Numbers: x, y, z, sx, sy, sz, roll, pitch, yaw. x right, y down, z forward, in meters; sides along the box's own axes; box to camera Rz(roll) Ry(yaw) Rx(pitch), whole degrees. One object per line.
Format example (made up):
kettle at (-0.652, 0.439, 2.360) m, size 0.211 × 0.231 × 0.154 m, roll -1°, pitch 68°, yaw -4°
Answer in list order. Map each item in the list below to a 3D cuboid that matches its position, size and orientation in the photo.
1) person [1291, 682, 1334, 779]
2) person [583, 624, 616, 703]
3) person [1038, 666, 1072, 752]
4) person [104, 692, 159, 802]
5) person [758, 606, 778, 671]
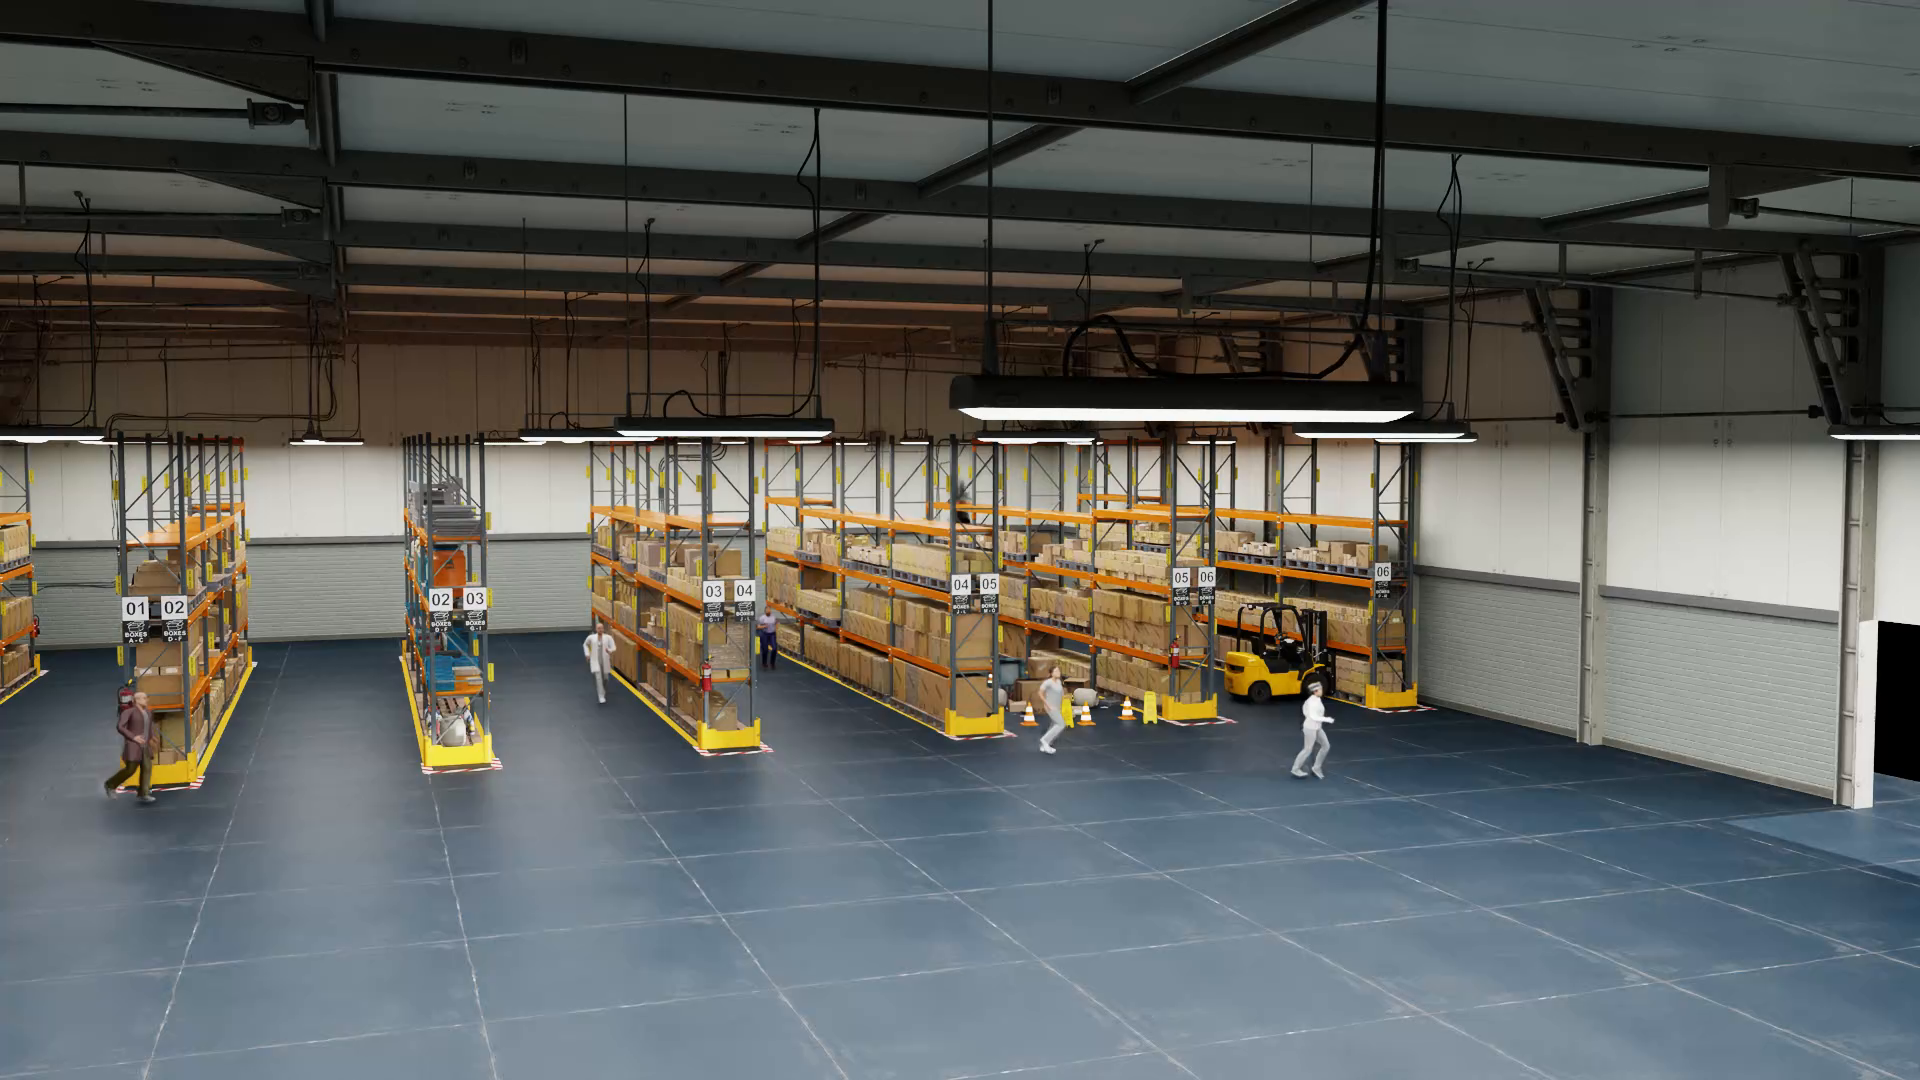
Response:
person at (6.108, 3.298, 28.737) m, size 0.737 × 1.727 × 0.562 m, roll 2°, pitch 4°, yaw 26°
person at (-8.107, 2.788, 37.463) m, size 0.709 × 1.681 × 0.955 m, roll -1°, pitch 3°, yaw -18°
person at (1.797, 3.168, 31.166) m, size 0.588 × 1.637 × 0.548 m, roll 2°, pitch 4°, yaw 31°
person at (-13.318, 3.344, 26.991) m, size 0.947 × 1.738 × 0.770 m, roll 1°, pitch 3°, yaw 17°
person at (-4.928, 2.538, 42.866) m, size 0.582 × 1.695 × 0.680 m, roll -1°, pitch 3°, yaw -18°
